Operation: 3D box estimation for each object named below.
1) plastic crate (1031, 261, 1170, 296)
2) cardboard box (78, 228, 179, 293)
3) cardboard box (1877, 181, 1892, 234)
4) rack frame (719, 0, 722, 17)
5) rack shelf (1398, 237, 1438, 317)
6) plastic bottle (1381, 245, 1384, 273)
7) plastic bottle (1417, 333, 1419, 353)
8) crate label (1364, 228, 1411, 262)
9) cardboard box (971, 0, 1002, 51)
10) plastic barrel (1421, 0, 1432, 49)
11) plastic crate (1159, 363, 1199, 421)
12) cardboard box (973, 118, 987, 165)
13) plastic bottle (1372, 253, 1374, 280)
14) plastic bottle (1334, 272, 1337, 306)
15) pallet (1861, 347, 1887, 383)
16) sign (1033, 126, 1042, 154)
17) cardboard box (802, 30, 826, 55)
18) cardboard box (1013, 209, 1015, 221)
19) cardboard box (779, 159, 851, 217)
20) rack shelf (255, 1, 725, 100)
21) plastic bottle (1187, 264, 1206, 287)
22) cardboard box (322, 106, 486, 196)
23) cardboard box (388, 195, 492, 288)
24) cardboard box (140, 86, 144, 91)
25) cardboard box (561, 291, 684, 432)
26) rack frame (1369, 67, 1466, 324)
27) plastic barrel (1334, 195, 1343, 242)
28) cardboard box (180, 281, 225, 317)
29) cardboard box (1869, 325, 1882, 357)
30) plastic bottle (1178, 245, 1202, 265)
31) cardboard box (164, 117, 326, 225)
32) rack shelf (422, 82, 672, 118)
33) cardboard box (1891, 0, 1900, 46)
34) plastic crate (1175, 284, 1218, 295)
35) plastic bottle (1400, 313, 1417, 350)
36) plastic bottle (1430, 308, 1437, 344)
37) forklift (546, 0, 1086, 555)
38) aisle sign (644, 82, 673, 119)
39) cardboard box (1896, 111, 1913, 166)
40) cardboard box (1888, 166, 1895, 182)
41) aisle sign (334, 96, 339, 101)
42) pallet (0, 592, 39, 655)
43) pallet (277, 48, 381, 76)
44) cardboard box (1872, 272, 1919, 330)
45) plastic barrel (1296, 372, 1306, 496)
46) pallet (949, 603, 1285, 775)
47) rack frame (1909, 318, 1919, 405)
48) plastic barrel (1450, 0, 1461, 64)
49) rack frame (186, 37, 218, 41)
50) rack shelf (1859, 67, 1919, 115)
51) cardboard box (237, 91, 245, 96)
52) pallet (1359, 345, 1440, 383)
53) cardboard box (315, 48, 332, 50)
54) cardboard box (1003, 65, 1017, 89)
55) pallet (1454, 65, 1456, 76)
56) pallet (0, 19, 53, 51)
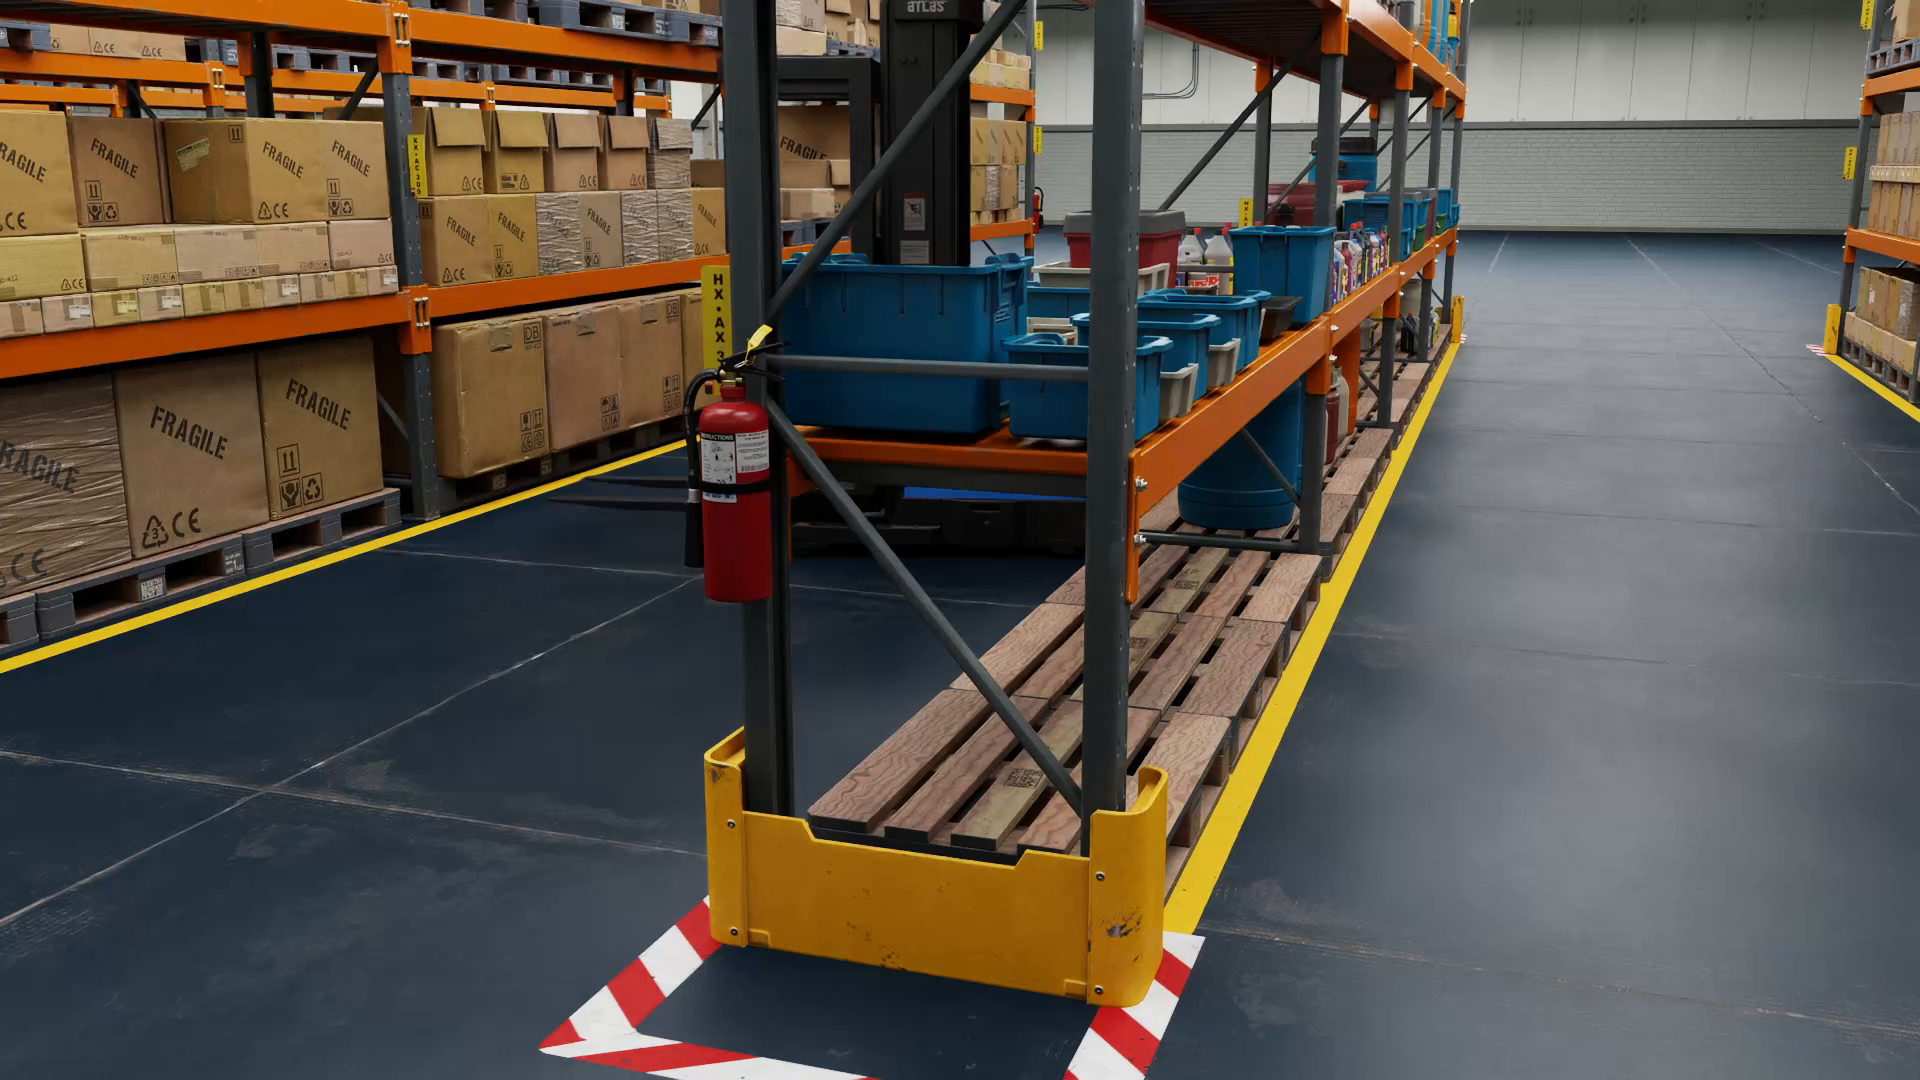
[{"bbox_3d":[0.551,-0.915,6.387,0.437,0.282,0.530,4,14,18],"label":"plastic crate"},{"bbox_3d":[-3.859,-1.245,7.372,0.500,0.250,0.500,4,13,17],"label":"cardboard box"},{"bbox_3d":[9.459,-3.261,16.311,0.700,0.500,0.500,5,14,20],"label":"cardboard box"},{"bbox_3d":[-2.173,-5.375,12.316,1.000,3.000,0.127,4,14,18],"label":"rack frame"},{"bbox_3d":[3.160,-2.164,13.346,1.077,0.370,4.000,4,14,18],"label":"rack shelf"},{"bbox_3d":[2.657,-1.810,10.622,0.097,0.201,0.097,0,13,0],"label":"plastic bottle"},{"bbox_3d":[4.325,-1.856,15.522,0.097,0.271,0.097,0,13,0],"label":"plastic bottle"},{"bbox_3d":[3.004,-2.074,11.710,0.303,0.233,0.416,4,14,18],"label":"crate label"},{"bbox_3d":[0.153,-5.690,18.420,0.500,0.500,0.500,4,14,18],"label":"cardboard box"},{"bbox_3d":[3.196,-4.061,12.332,0.600,0.830,0.708,4,14,18],"label":"plastic barrel"},{"bbox_3d":[0.498,-0.400,4.458,0.250,0.136,0.298,4,14,18],"label":"plastic crate"},{"bbox_3d":[-0.019,-4.367,18.241,0.500,0.500,0.500,4,14,18],"label":"cardboard box"},{"bbox_3d":[2.436,-1.666,9.993,0.097,0.201,0.097,0,13,0],"label":"plastic bottle"},{"bbox_3d":[1.805,-1.255,8.192,0.097,0.201,0.097,0,13,0],"label":"plastic bottle"},{"bbox_3d":[9.183,-1.642,15.705,1.003,0.211,1.213,4,14,18],"label":"pallet"},{"bbox_3d":[0.934,-4.809,20.006,0.100,0.325,0.005,4,14,18],"label":"sign"},{"bbox_3d":[-1.457,-4.137,13.971,0.500,0.250,0.500,5,14,20],"label":"cardboard box"},{"bbox_3d":[0.437,-3.885,19.833,0.380,0.149,0.250,4,14,18],"label":"cardboard box"},{"bbox_3d":[-1.352,-3.176,14.987,0.797,0.503,0.637,6,14,24],"label":"cardboard box"},{"bbox_3d":[-2.820,-3.141,10.885,1.077,0.370,4.000,4,14,18],"label":"rack shelf"},{"bbox_3d":[1.165,-1.256,8.197,0.097,0.201,0.097,0,13,0],"label":"plastic bottle"},{"bbox_3d":[-3.269,-2.281,9.763,0.797,0.503,0.637,4,13,17],"label":"cardboard box"},{"bbox_3d":[-3.082,-1.736,9.628,0.500,0.500,0.500,4,14,19],"label":"cardboard box"},{"bbox_3d":[-9.920,-5.395,19.706,0.380,0.149,0.250,4,13,18],"label":"cardboard box"},{"bbox_3d":[-2.712,-1.289,11.723,1.225,0.875,0.875,4,14,19],"label":"cardboard box"},{"bbox_3d":[5.102,-3.778,18.801,1.000,3.000,0.127,4,14,18],"label":"rack frame"},{"bbox_3d":[2.644,-2.380,12.425,0.421,0.512,0.421,0,13,0],"label":"plastic barrel"},{"bbox_3d":[-3.672,-1.128,7.751,0.380,0.149,0.250,4,13,17],"label":"cardboard box"},{"bbox_3d":[8.917,-1.873,15.687,0.500,0.250,0.500,4,14,18],"label":"cardboard box"},{"bbox_3d":[1.159,-1.374,8.548,0.152,0.276,0.135,4,14,18],"label":"plastic bottle"},{"bbox_3d":[-3.529,-1.825,8.225,0.500,0.500,0.500,4,14,19],"label":"cardboard box"},{"bbox_3d":[-4.892,-5.204,19.923,1.077,0.370,4.000,4,14,18],"label":"rack shelf"},{"bbox_3d":[9.598,-5.086,16.299,0.797,0.503,0.637,5,14,22],"label":"cardboard box"},{"bbox_3d":[0.933,-1.065,7.370,0.396,0.136,0.243,4,14,18],"label":"plastic crate"},{"bbox_3d":[4.325,-2.010,16.016,0.144,0.351,0.185,4,14,18],"label":"plastic bottle"},{"bbox_3d":[4.660,-2.129,16.537,0.144,0.351,0.185,4,14,18],"label":"plastic bottle"},{"bbox_3d":[-0.685,-1.468,8.832,3.031,2.935,1.130,1,13,6],"label":"forklift"},{"bbox_3d":[-3.938,-5.774,21.703,0.394,0.787,0.004,4,14,18],"label":"aisle sign"},{"bbox_3d":[9.280,-3.776,15.652,0.700,0.500,0.500,4,14,19],"label":"cardboard box"},{"bbox_3d":[9.124,-3.501,15.905,0.380,0.149,0.250,4,13,17],"label":"cardboard box"},{"bbox_3d":[-8.667,-6.108,23.166,0.394,0.787,0.004,4,14,18],"label":"aisle sign"},{"bbox_3d":[-4.577,0.419,6.676,1.003,0.211,1.213,4,14,18],"label":"pallet"},{"bbox_3d":[-6.317,-4.574,15.972,1.003,0.211,1.213,5,14,21],"label":"pallet"},{"bbox_3d":[8.916,-2.238,15.604,0.500,0.500,0.500,4,14,18],"label":"cardboard box"},{"bbox_3d":[1.640,-0.696,9.068,0.600,0.901,0.708,4,14,18],"label":"plastic barrel"},{"bbox_3d":[0.625,0.523,6.222,1.003,0.211,1.213,4,14,18],"label":"pallet"},{"bbox_3d":[8.493,-2.579,13.545,1.000,3.000,0.127,4,14,18],"label":"rack frame"},{"bbox_3d":[5.065,-5.543,17.884,0.600,0.830,0.708,4,14,18],"label":"plastic barrel"},{"bbox_3d":[-6.834,-5.754,13.974,1.000,3.000,0.127,4,14,18],"label":"rack frame"},{"bbox_3d":[9.140,-4.112,15.137,1.077,0.370,4.000,4,14,18],"label":"rack shelf"},{"bbox_3d":[-9.267,-5.767,21.335,0.380,0.149,0.250,4,14,18],"label":"cardboard box"},{"bbox_3d":[4.064,-1.715,16.028,1.003,0.211,1.213,4,14,18],"label":"pallet"},{"bbox_3d":[-6.345,-4.943,16.295,0.396,0.266,0.258,4,14,18],"label":"cardboard box"},{"bbox_3d":[0.341,-5.299,19.060,0.500,0.250,0.500,4,14,19],"label":"cardboard box"},{"bbox_3d":[4.742,-4.982,17.756,1.003,0.211,1.213,4,14,18],"label":"pallet"},{"bbox_3d":[-7.495,-3.698,12.132,1.213,0.211,1.003,4,14,18],"label":"pallet"}]
